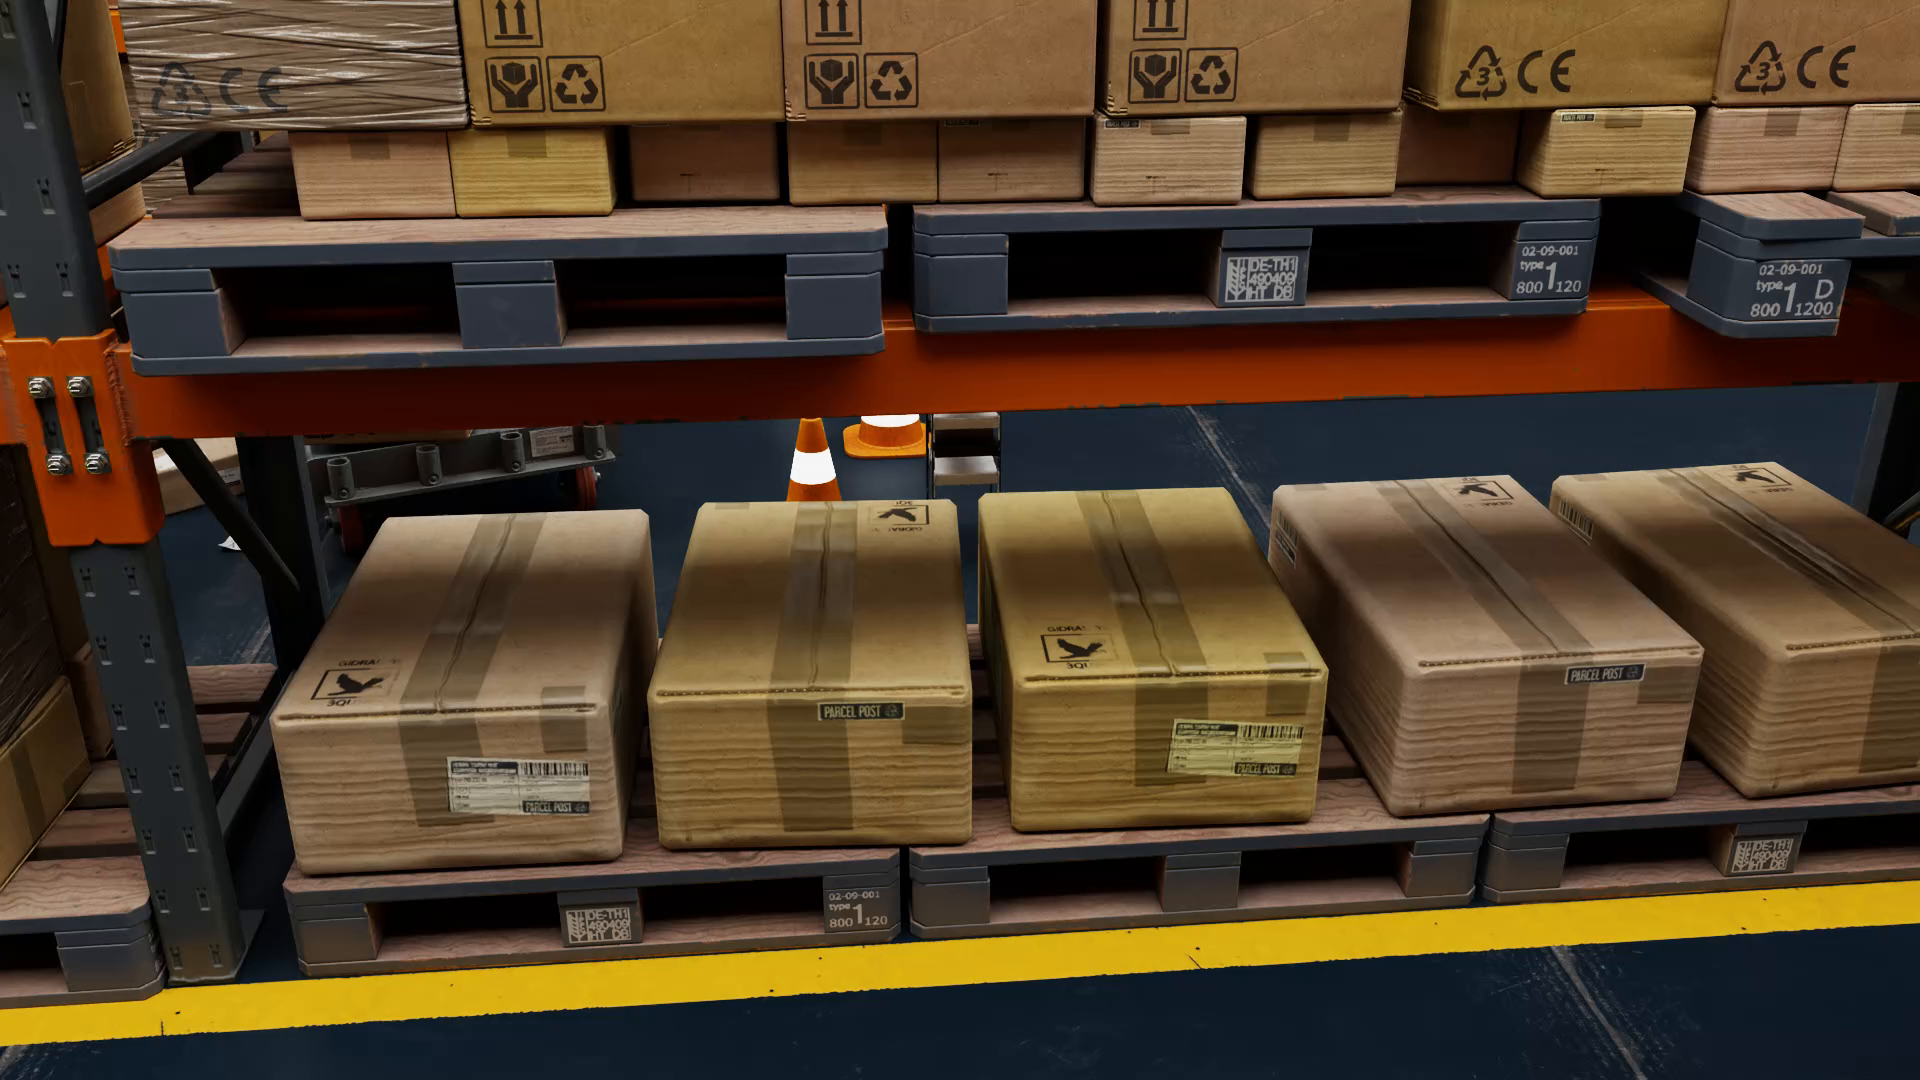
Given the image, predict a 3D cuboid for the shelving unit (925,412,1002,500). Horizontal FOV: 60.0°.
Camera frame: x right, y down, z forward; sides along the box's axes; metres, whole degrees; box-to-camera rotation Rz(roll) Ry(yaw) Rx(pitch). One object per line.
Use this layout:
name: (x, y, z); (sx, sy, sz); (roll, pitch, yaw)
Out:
shelving unit: (0.008, -0.412, 5.068); (0.210, 0.900, 0.258); (-2, 24, -5)

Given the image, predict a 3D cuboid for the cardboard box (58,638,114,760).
cardboard box: (-2.155, 0.284, 3.787); (0.500, 0.250, 0.500); (-3, 24, -8)

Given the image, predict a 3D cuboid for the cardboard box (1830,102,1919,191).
cardboard box: (1.630, -0.756, 3.050); (0.250, 0.149, 0.380); (-2, 24, -6)

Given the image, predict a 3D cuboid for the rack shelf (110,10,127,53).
rack shelf: (-4.119, -2.284, 7.580); (4.000, 0.370, 1.077); (-2, 24, -5)

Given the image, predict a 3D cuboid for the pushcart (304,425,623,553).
pushcart: (-1.816, -0.417, 5.723); (0.936, 0.377, 1.648); (-11, 26, -23)

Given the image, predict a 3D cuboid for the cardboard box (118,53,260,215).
cardboard box: (-3.658, -1.879, 7.883); (0.875, 0.875, 0.875); (-2, 24, -5)

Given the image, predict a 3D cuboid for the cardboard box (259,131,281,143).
cardboard box: (-2.762, -1.916, 7.967); (0.875, 0.875, 0.875); (-2, 24, -4)

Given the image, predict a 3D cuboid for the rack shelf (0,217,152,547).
rack shelf: (-3.532, -0.287, 3.088); (4.000, 0.370, 1.077); (-2, 24, -5)

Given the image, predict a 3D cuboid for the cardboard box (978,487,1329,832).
cardboard box: (0.387, 0.233, 3.751); (0.625, 0.372, 0.950); (-2, 24, -3)

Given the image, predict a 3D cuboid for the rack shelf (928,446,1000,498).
rack shelf: (0.008, -0.217, 5.155); (0.200, 0.077, 0.258); (-2, 24, -5)

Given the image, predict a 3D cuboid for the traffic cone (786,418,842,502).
traffic cone: (-0.445, -0.152, 5.021); (0.334, 0.463, 0.336); (-2, 24, -5)

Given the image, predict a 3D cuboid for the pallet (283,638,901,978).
pallet: (-0.767, 0.547, 3.759); (1.213, 0.211, 1.003); (-2, 24, -5)

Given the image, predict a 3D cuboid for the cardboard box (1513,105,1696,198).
cardboard box: (1.106, -0.732, 2.997); (0.250, 0.149, 0.380); (-2, 24, -4)

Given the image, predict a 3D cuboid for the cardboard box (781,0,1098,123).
cardboard box: (-0.055, -1.006, 2.814); (0.500, 0.500, 0.500); (-2, 24, -5)

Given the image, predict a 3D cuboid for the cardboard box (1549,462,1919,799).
cardboard box: (1.876, 0.172, 3.888); (0.625, 0.372, 0.950); (-4, 24, -9)

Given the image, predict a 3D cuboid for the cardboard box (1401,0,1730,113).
cardboard box: (0.998, -1.052, 2.918); (0.500, 0.500, 0.500); (-4, 24, -9)

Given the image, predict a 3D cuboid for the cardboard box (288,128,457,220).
cardboard box: (-0.961, -0.667, 2.850); (0.250, 0.149, 0.380); (-2, 24, -4)

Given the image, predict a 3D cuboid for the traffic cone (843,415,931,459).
traffic cone: (-0.255, -0.567, 5.957); (0.334, 0.463, 0.336); (-2, 24, -5)

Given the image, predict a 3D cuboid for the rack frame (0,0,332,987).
rack frame: (-1.542, -0.695, 3.122); (0.127, 3.000, 1.000); (-2, 24, -5)

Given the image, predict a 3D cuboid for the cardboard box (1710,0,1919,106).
cardboard box: (1.500, -1.073, 2.965); (0.500, 0.500, 0.500); (-3, 24, -6)

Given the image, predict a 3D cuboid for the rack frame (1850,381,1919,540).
rack frame: (2.439, -0.855, 3.481); (0.127, 3.000, 1.000); (-2, 24, -5)

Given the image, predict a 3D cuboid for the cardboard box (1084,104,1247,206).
cardboard box: (0.339, -0.708, 2.941); (0.250, 0.149, 0.380); (-1, 24, -3)

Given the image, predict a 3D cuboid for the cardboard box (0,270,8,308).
cardboard box: (-1.832, -0.445, 2.867); (0.250, 0.149, 0.380); (-3, 24, -6)

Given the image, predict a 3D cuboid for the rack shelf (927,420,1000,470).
rack shelf: (0.008, -0.299, 5.118); (0.200, 0.077, 0.258); (-2, 24, -5)

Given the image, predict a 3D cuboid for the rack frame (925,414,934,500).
rack frame: (-0.093, -0.407, 5.059); (0.006, 0.900, 0.240); (-2, 24, -5)

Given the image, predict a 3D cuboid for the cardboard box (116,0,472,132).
cardboard box: (-1.047, -0.972, 2.737); (0.500, 0.500, 0.500); (-2, 24, -4)

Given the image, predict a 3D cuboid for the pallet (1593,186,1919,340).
pallet: (1.740, -0.696, 3.359); (1.003, 0.211, 1.213); (-2, 24, -5)

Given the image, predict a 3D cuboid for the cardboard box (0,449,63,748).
cardboard box: (-2.104, 0.159, 3.145); (0.500, 0.500, 0.500); (-3, 24, -6)

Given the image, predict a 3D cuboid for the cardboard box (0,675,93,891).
cardboard box: (-2.104, 0.501, 3.297); (0.500, 0.250, 0.500); (-1, 24, -3)

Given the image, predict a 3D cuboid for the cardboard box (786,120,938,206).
cardboard box: (-0.177, -0.709, 2.944); (0.250, 0.149, 0.380); (-2, 24, -4)

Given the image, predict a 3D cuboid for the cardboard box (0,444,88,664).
cardboard box: (-2.155, -0.059, 3.635); (0.500, 0.500, 0.500); (-1, 24, -3)

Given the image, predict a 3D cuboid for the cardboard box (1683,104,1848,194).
cardboard box: (1.379, -0.749, 3.035); (0.250, 0.149, 0.380); (-3, 24, -8)

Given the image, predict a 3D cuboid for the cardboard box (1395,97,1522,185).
cardboard box: (0.844, -0.773, 3.089); (0.250, 0.149, 0.380); (-2, 24, -5)

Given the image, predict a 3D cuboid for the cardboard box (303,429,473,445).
cardboard box: (-1.747, -0.618, 5.091); (0.500, 0.500, 0.500); (-2, 24, -5)

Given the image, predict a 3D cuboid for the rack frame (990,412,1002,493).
rack frame: (0.109, -0.416, 5.077); (0.006, 0.900, 0.240); (-2, 24, -5)

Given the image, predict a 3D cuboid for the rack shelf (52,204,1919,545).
rack shelf: (0.449, -0.447, 3.447); (4.000, 0.370, 1.077); (-2, 24, -5)

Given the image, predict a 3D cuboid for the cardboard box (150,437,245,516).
cardboard box: (-2.563, -0.281, 5.555); (0.258, 0.266, 0.396); (22, 32, 40)

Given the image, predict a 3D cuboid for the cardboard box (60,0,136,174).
cardboard box: (-2.007, -0.972, 3.255); (0.500, 0.500, 0.500); (-2, 24, -5)

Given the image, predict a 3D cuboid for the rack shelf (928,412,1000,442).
rack shelf: (0.008, -0.381, 5.081); (0.200, 0.077, 0.258); (-2, 24, -5)

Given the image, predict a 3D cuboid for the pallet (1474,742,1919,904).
pallet: (1.661, 0.450, 3.978); (1.213, 0.211, 1.003); (-2, 24, -5)

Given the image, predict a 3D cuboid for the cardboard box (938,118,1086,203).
cardboard box: (0.070, -0.718, 2.965); (0.250, 0.149, 0.380); (-2, 24, -5)

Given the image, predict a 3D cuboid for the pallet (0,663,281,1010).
pallet: (-2.207, 0.620, 3.595); (1.213, 0.211, 1.003); (-2, 24, -5)

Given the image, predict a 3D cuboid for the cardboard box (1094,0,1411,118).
cardboard box: (0.455, -1.031, 2.870); (0.500, 0.500, 0.500); (-3, 24, -7)

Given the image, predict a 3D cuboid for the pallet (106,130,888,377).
pallet: (-0.767, -0.580, 3.097); (1.213, 0.211, 1.003); (-2, 24, -5)

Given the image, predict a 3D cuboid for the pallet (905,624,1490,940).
pallet: (0.450, 0.497, 3.872); (1.213, 0.211, 1.003); (-2, 24, -5)

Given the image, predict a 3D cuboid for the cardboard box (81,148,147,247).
cardboard box: (-1.887, -0.698, 3.436); (0.250, 0.149, 0.380); (-2, 24, -5)

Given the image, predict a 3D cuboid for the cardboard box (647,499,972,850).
cardboard box: (-0.305, 0.261, 3.687); (0.625, 0.372, 0.950); (-1, 24, -2)

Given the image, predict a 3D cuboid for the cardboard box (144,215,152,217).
cardboard box: (-3.573, -1.074, 7.048); (0.500, 0.500, 0.500); (2, 24, 4)

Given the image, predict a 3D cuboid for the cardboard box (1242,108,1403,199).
cardboard box: (0.602, -0.730, 2.992); (0.250, 0.149, 0.380); (-3, 24, -7)

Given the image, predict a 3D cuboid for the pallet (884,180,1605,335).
pallet: (0.473, -0.672, 3.305); (1.213, 0.211, 1.003); (-2, 24, -5)

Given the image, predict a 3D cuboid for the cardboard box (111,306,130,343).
cardboard box: (-3.093, -0.591, 5.793); (0.503, 0.637, 0.797); (-2, 24, -5)

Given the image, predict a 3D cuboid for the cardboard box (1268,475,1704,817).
cardboard box: (1.142, 0.205, 3.814); (0.625, 0.372, 0.950); (-3, 24, -6)

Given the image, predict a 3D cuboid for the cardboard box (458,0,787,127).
cardboard box: (-0.549, -0.992, 2.782); (0.500, 0.500, 0.500); (-2, 24, -5)

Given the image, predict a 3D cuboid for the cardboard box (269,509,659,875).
cardboard box: (-1.020, 0.291, 3.619); (0.625, 0.372, 0.950); (-2, 24, -4)

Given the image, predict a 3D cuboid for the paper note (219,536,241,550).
paper note: (-2.237, -0.007, 5.228); (0.142, 0.019, 0.148); (-2, 24, -5)

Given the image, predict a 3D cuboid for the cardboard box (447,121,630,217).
cardboard box: (-0.711, -0.673, 2.864); (0.250, 0.149, 0.380); (-2, 24, -4)

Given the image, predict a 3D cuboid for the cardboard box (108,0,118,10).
cardboard box: (-3.589, -2.736, 7.528); (0.550, 0.550, 0.875); (-2, 24, -5)

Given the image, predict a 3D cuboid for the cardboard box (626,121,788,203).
cardboard box: (-0.437, -0.716, 2.959); (0.250, 0.149, 0.380); (-1, 24, -2)
